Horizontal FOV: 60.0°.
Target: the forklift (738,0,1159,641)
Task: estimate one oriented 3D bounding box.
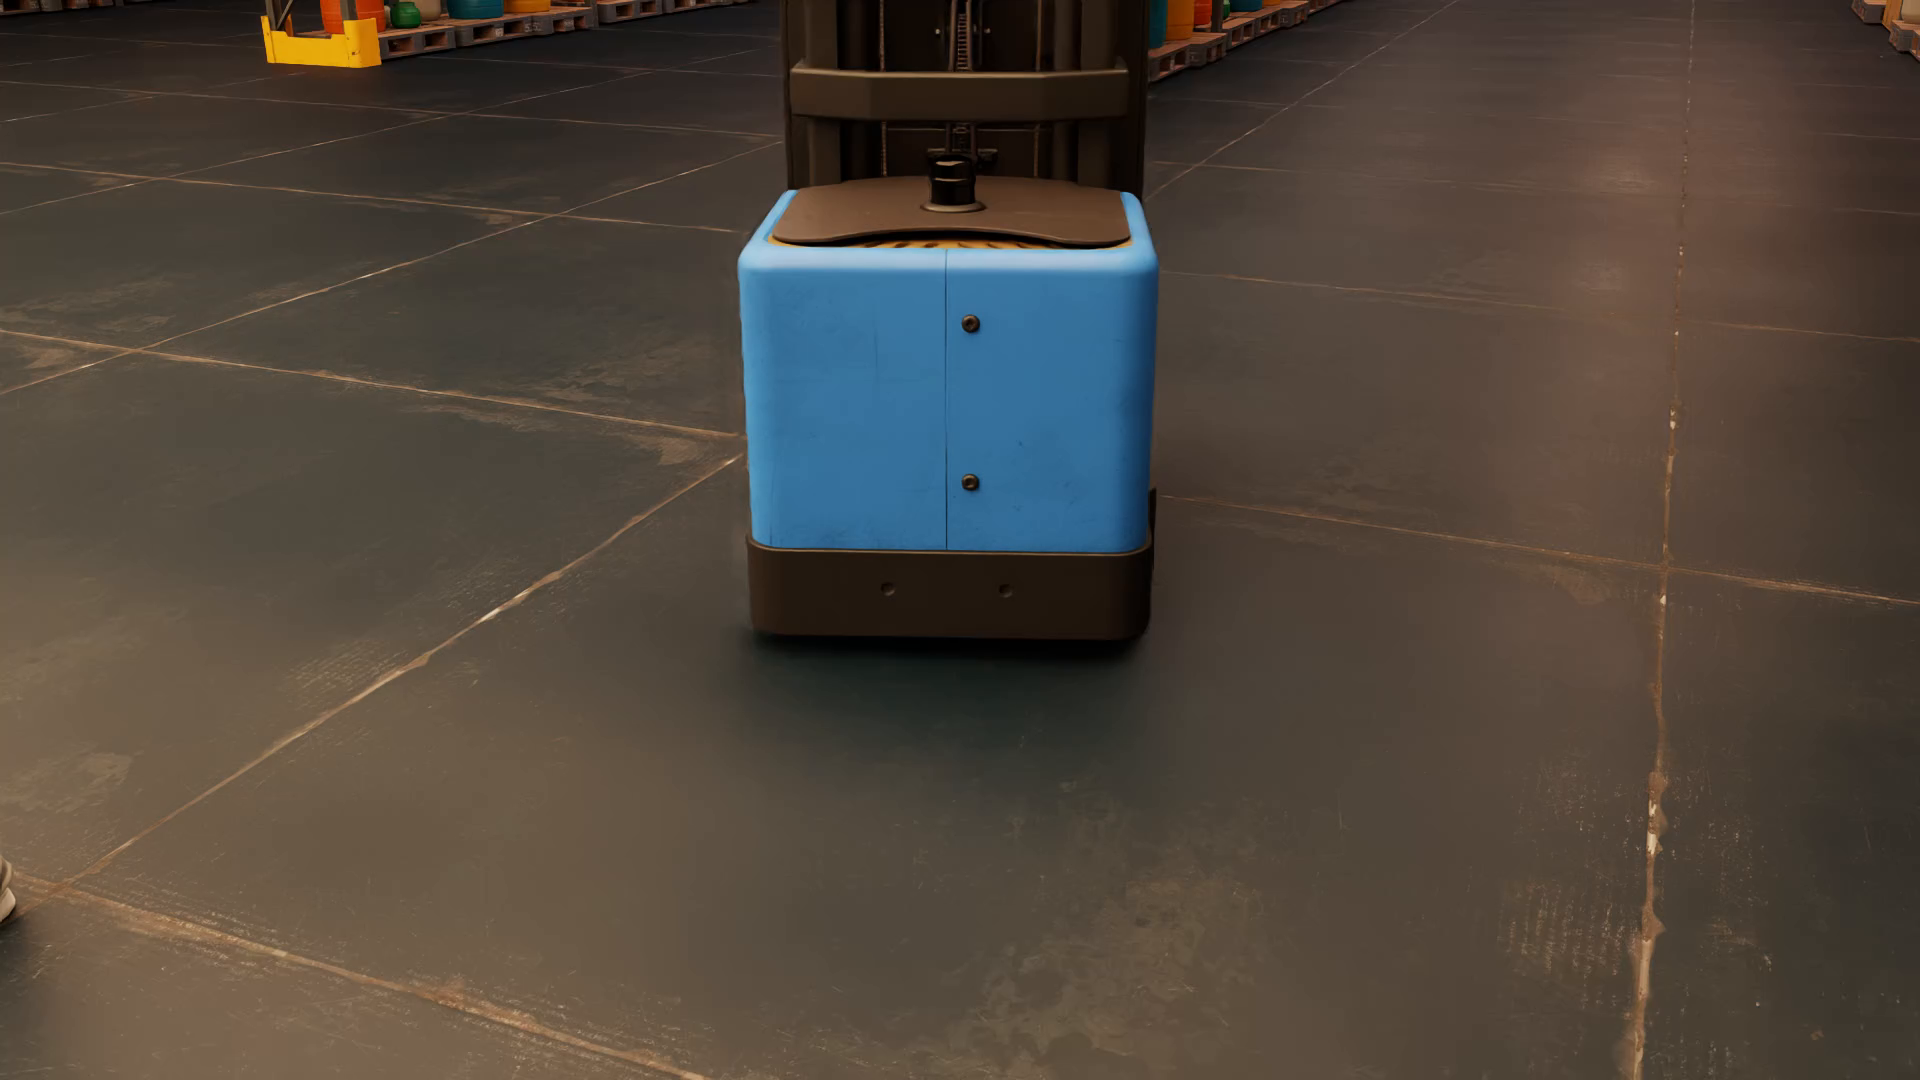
[{"bbox_3d":[0.025,-1.616,5.158,1.130,2.935,3.031,1,23,2],"label":"forklift"}]

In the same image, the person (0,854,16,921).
[{"bbox_3d":[-2.102,0.100,2.744,0.881,1.665,0.707,6,24,15],"label":"person"}]
